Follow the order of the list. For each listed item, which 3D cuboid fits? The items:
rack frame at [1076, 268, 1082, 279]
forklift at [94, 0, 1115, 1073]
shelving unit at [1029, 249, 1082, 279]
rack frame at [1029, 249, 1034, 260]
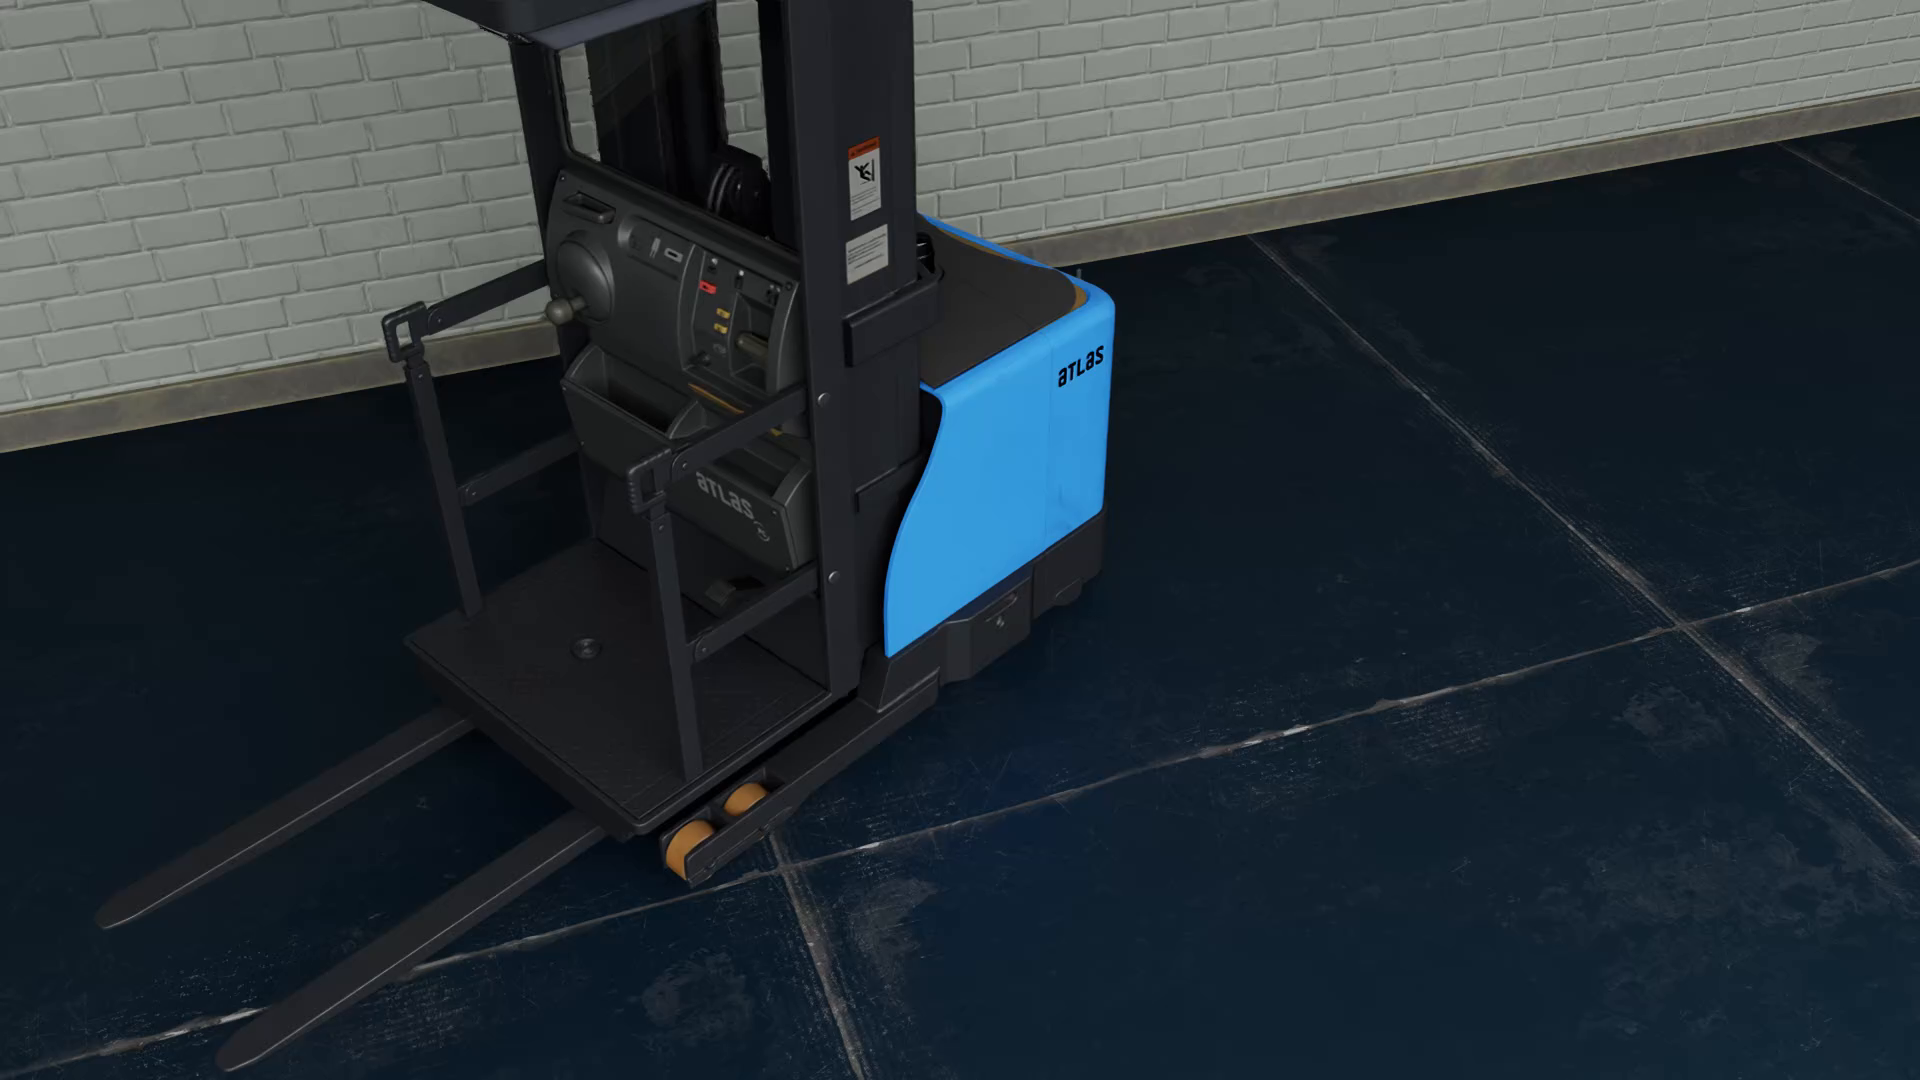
[{"bbox_3d":[0.313,-0.475,5.632,0.006,0.900,0.240,29,45,33],"label":"rack frame"},{"bbox_3d":[-0.888,-0.590,4.097,1.130,2.935,3.031,29,46,33],"label":"forklift"},{"bbox_3d":[0.238,-0.516,5.687,0.210,0.900,0.258,29,45,33],"label":"shelving unit"},{"bbox_3d":[0.163,-0.558,5.742,0.006,0.900,0.240,29,45,33],"label":"rack frame"}]
